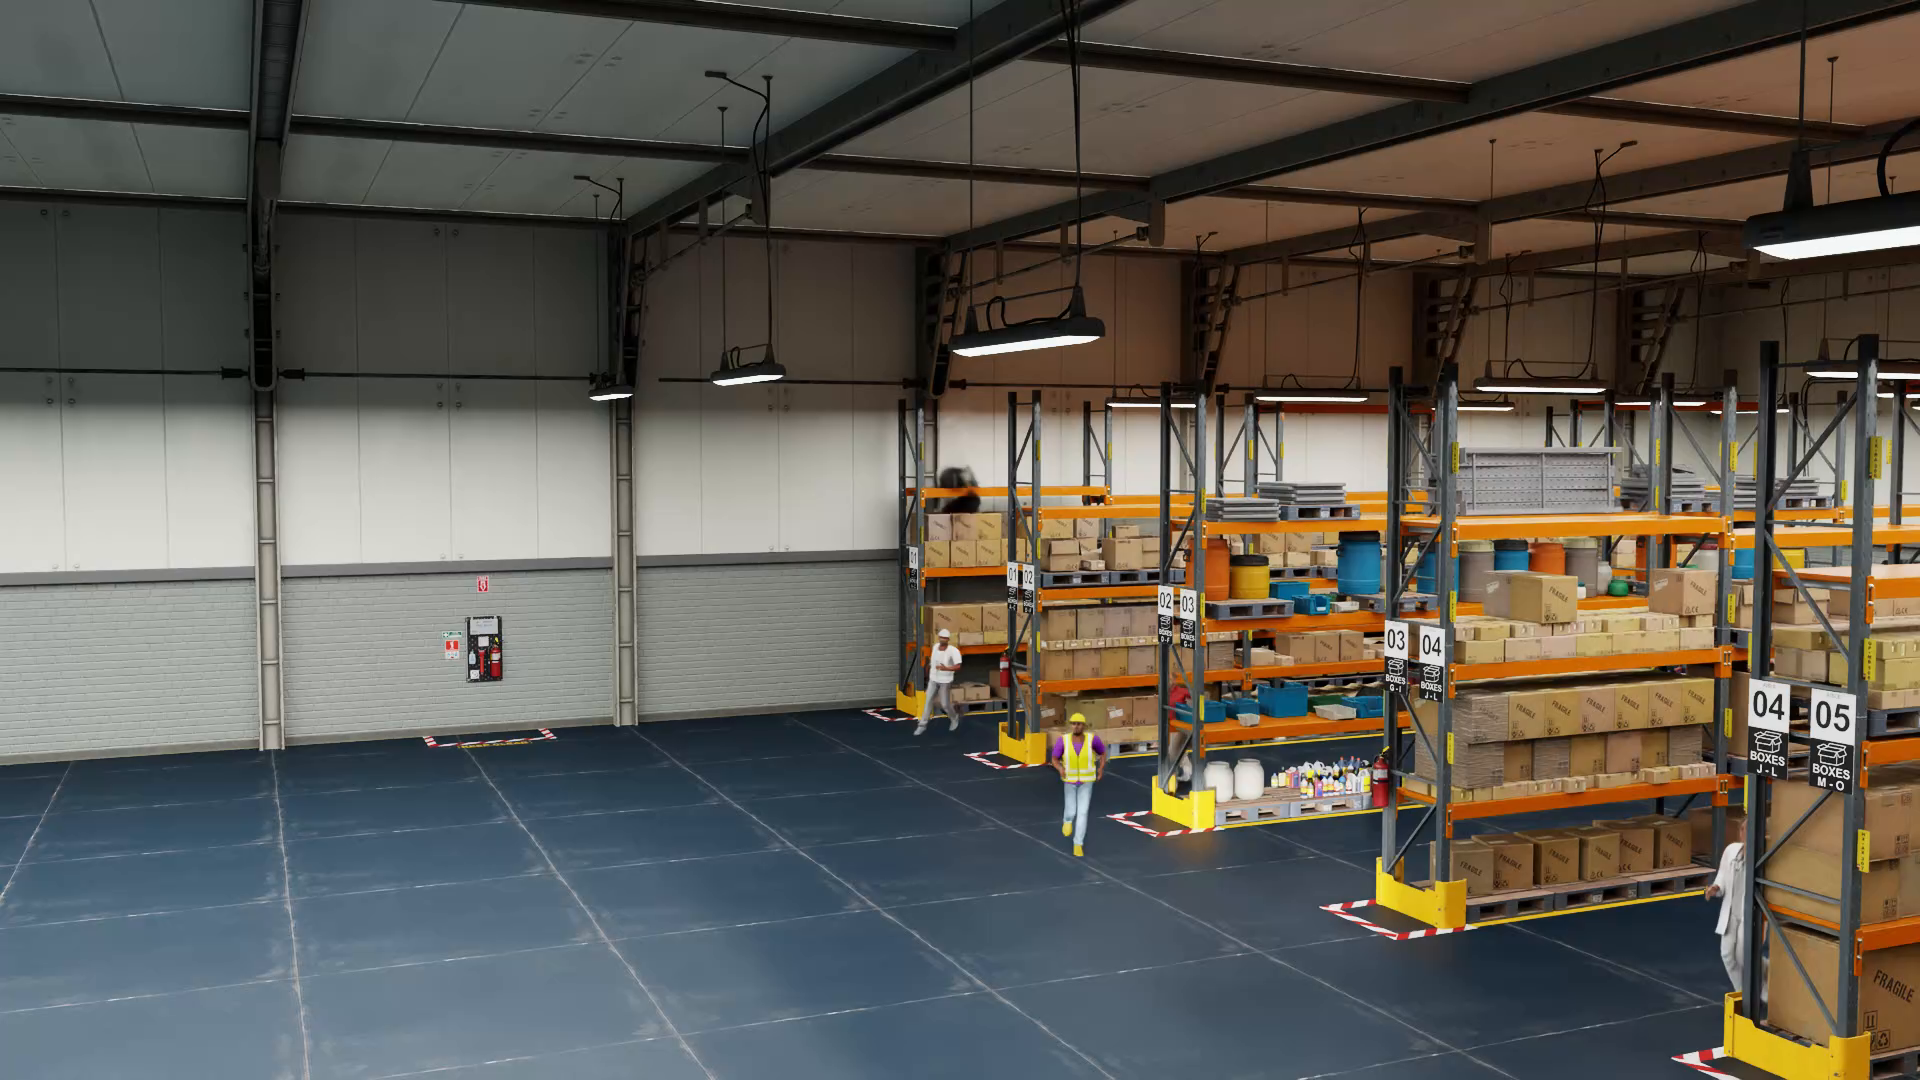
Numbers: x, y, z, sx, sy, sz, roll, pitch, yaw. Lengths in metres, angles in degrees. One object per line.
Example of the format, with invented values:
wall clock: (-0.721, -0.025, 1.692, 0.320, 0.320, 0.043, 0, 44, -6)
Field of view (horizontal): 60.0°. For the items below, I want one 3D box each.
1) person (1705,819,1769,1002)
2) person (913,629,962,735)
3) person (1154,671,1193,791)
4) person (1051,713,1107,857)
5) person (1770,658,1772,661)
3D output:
person: (7.181, 3.403, 15.197, 0.661, 1.727, 0.704, -2, 4, -30)
person: (-0.305, 2.384, 28.062, 0.723, 1.760, 0.893, 2, 4, 32)
person: (3.235, 2.863, 24.935, 0.853, 1.809, 0.629, -3, 4, -39)
person: (1.510, 3.063, 21.092, 0.709, 1.761, 0.823, 0, 3, 6)
person: (15.053, 2.467, 31.198, 0.660, 1.781, 0.652, -3, 4, -39)
